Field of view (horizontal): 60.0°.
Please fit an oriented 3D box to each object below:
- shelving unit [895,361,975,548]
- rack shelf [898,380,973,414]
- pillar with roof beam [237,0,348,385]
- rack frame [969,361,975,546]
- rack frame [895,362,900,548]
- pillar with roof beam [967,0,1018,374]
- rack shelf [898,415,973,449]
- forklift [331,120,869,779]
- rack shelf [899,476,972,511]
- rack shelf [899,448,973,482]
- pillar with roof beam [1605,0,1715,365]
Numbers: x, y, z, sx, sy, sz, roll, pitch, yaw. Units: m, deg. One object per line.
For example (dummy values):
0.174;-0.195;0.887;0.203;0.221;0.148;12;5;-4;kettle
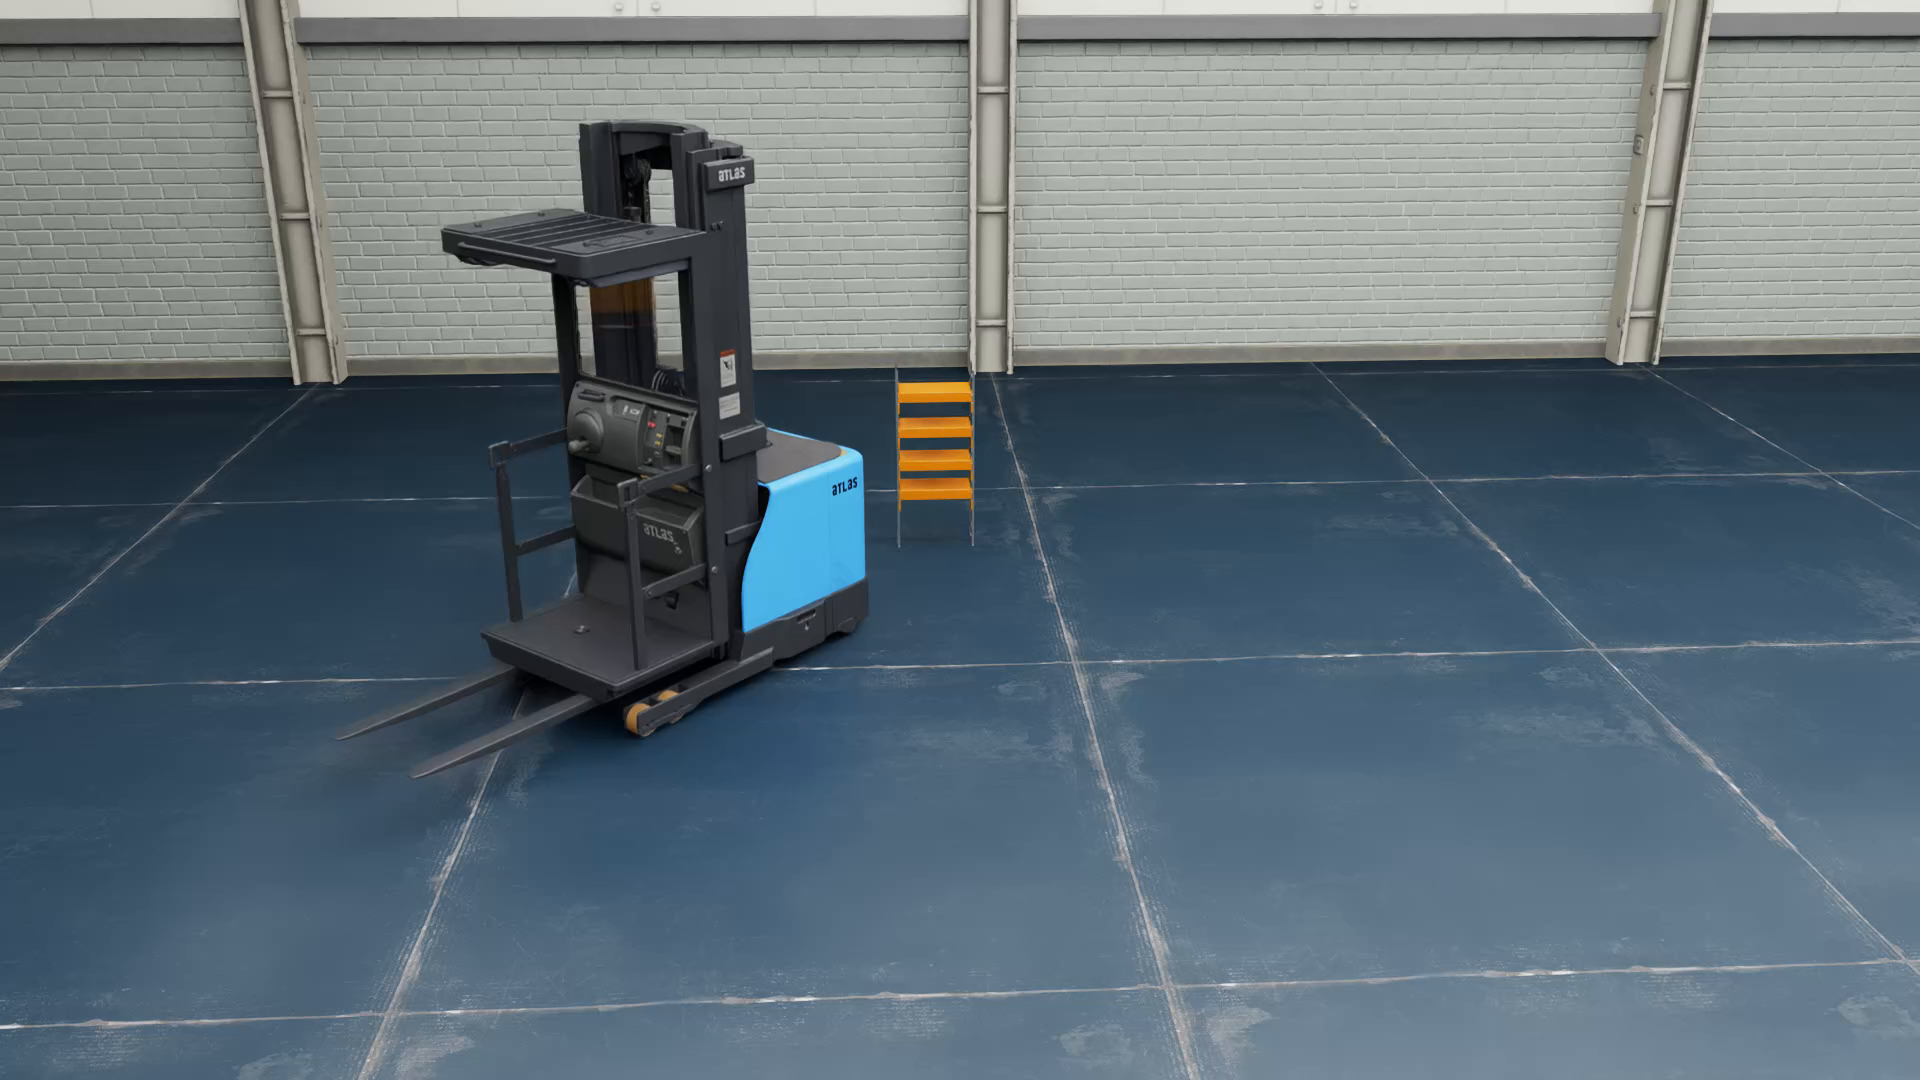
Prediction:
-0.165;-0.557;10.899;0.503;1.200;0.258;-1;21;-3;shelving unit
-0.165;-0.925;10.759;0.480;0.148;0.258;-1;21;-3;rack shelf
-5.470;-4.111;9.272;0.400;9.000;9.100;-1;21;-3;pillar with roof beam
0.078;-0.562;10.912;0.015;1.200;0.240;-1;21;-3;rack frame
-0.409;-0.552;10.886;0.015;1.200;0.240;-1;21;-3;rack frame
0.520;-4.233;9.592;0.400;9.000;9.100;-1;21;-3;pillar with roof beam
-0.165;-0.704;10.843;0.480;0.148;0.258;-1;21;-3;rack shelf
-1.838;-0.565;8.487;1.130;2.935;3.031;16;26;35;forklift
-0.165;-0.309;10.993;0.480;0.148;0.258;-1;21;-3;rack shelf
-0.165;-0.494;10.923;0.480;0.148;0.258;-1;21;-3;rack shelf
6.511;-4.355;9.912;0.400;9.000;9.100;-1;21;-3;pillar with roof beam
